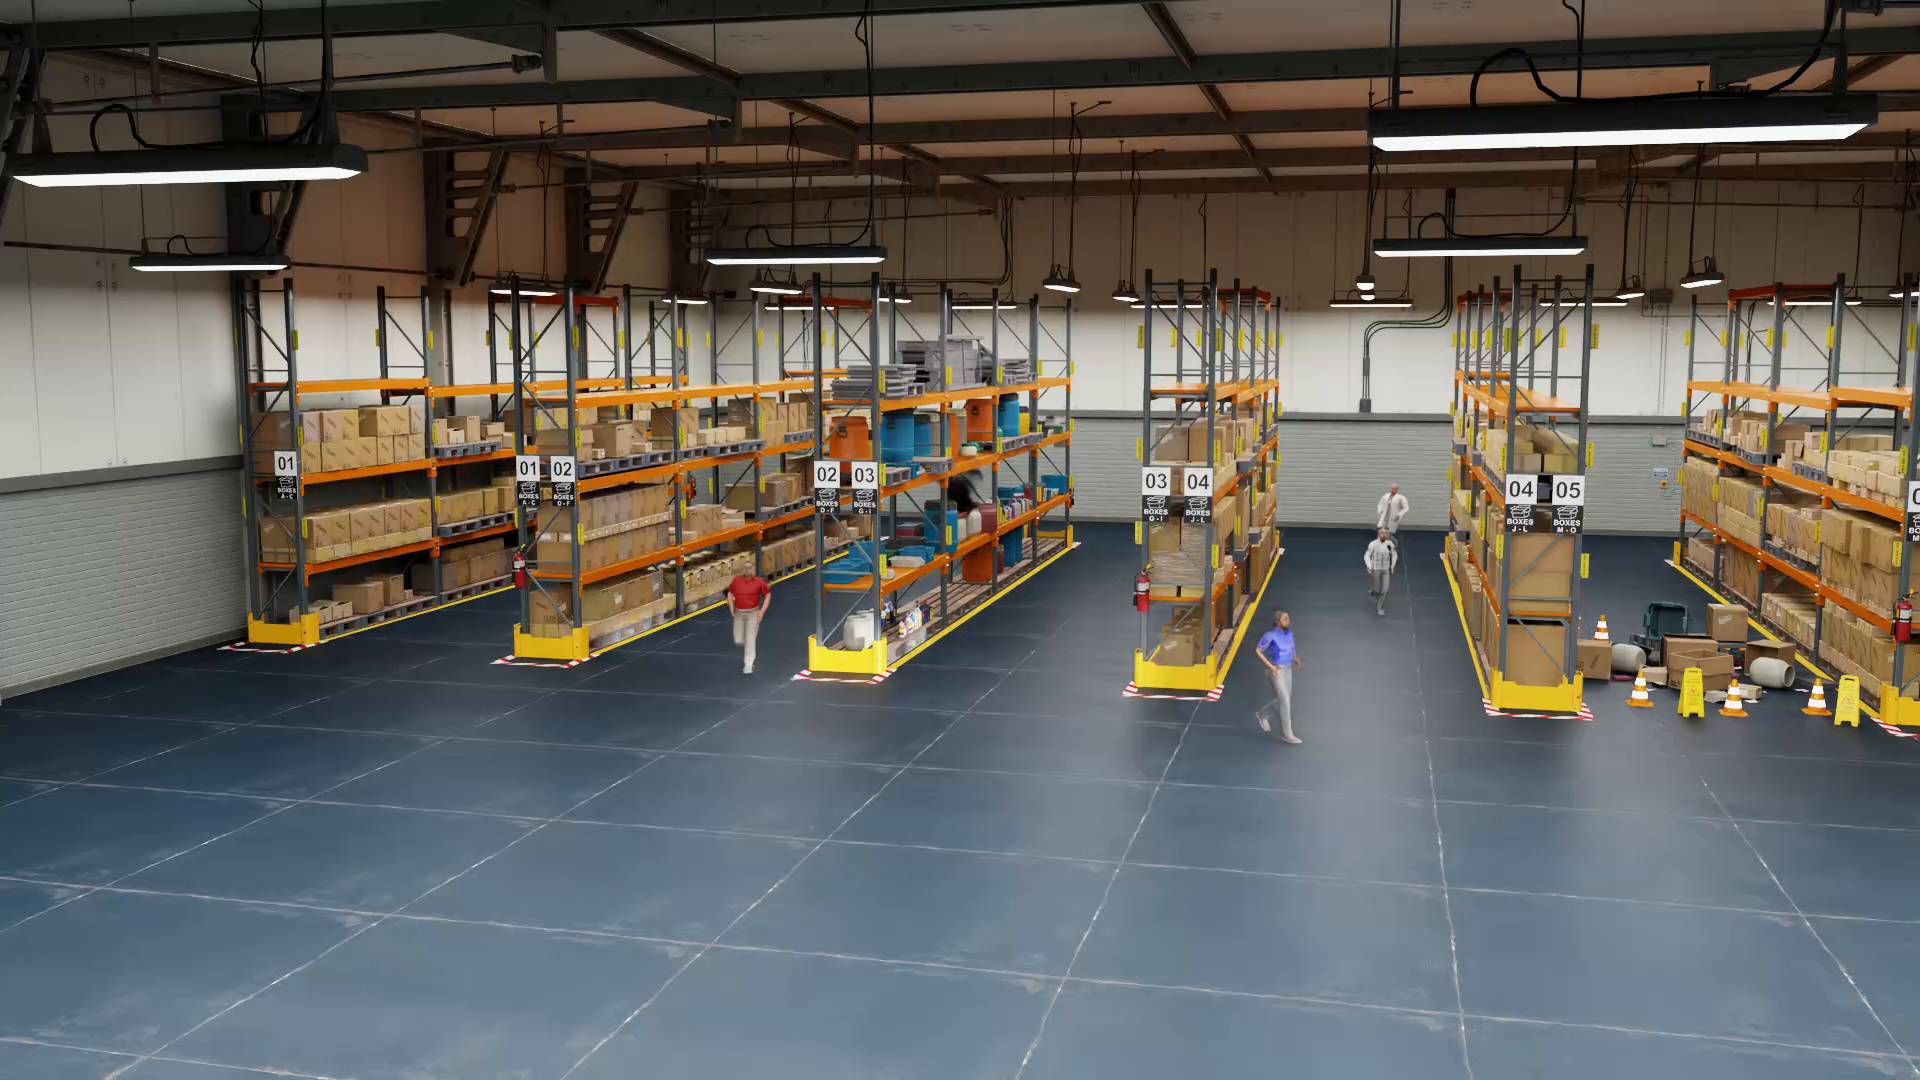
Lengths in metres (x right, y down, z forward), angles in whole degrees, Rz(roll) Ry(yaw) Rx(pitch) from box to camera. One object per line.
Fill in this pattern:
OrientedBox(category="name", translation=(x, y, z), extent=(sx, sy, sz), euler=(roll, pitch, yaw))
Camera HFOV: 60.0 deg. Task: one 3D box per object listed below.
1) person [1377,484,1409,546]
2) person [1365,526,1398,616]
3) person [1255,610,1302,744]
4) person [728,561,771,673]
OrientedBox(category="person", translation=(9.999, -0.447, 38.443), extent=(0.782, 1.731, 0.779), euler=(6, 9, 41))
OrientedBox(category="person", translation=(7.719, 0.536, 30.558), extent=(0.580, 1.648, 0.593), euler=(0, 7, 4))
OrientedBox(category="person", translation=(3.987, 1.689, 20.858), extent=(0.587, 1.639, 0.800), euler=(-6, 9, -39))
OrientedBox(category="person", translation=(-3.214, 1.150, 25.319), extent=(0.688, 1.690, 0.579), euler=(1, 7, 11))
